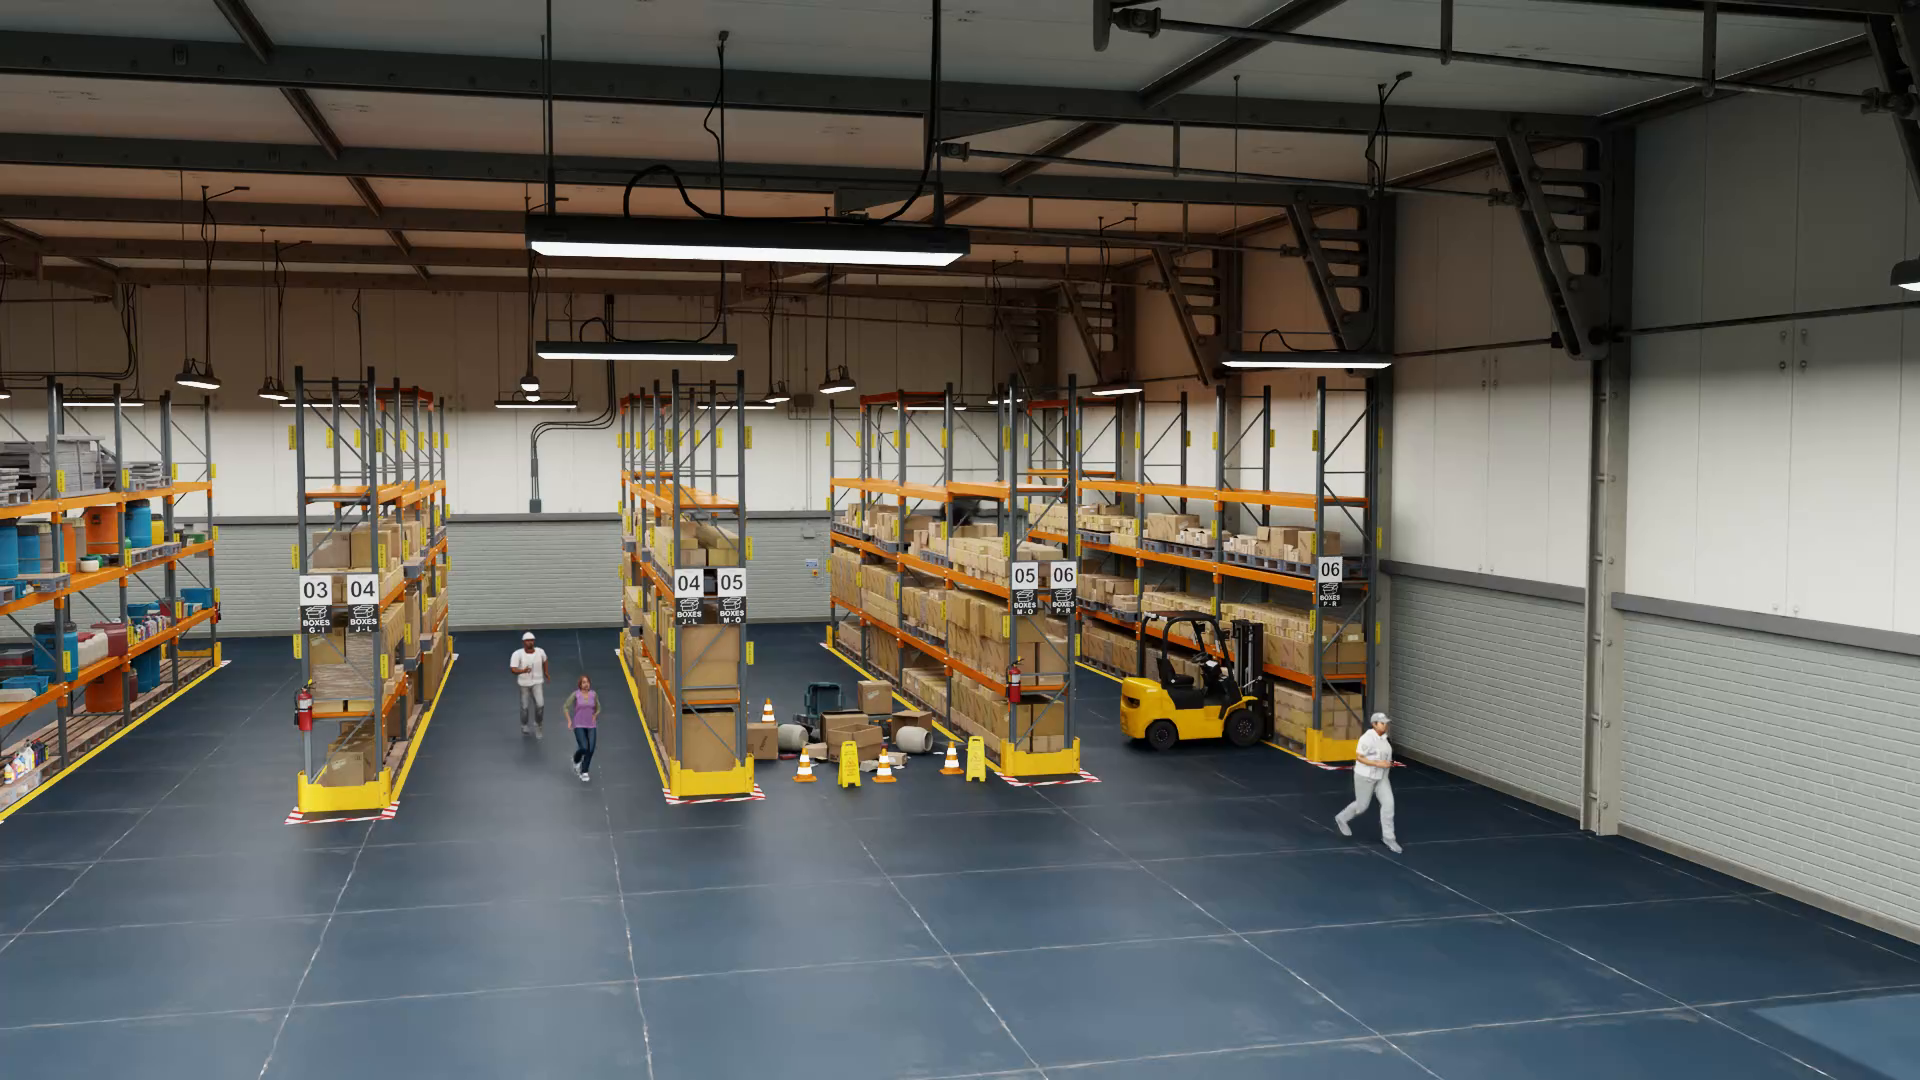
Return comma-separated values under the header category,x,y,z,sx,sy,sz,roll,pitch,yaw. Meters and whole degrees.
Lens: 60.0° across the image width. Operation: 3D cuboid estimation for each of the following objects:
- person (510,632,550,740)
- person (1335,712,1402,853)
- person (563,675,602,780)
category,x,y,z,sx,sy,sz,roll,pitch,yaw
person,-7.220,2.456,27.966,0.668,1.815,0.739,-1,4,-23
person,5.075,2.953,20.549,0.628,1.684,0.963,-3,4,-39
person,-5.503,2.763,24.404,0.532,1.560,0.541,-2,4,-30
